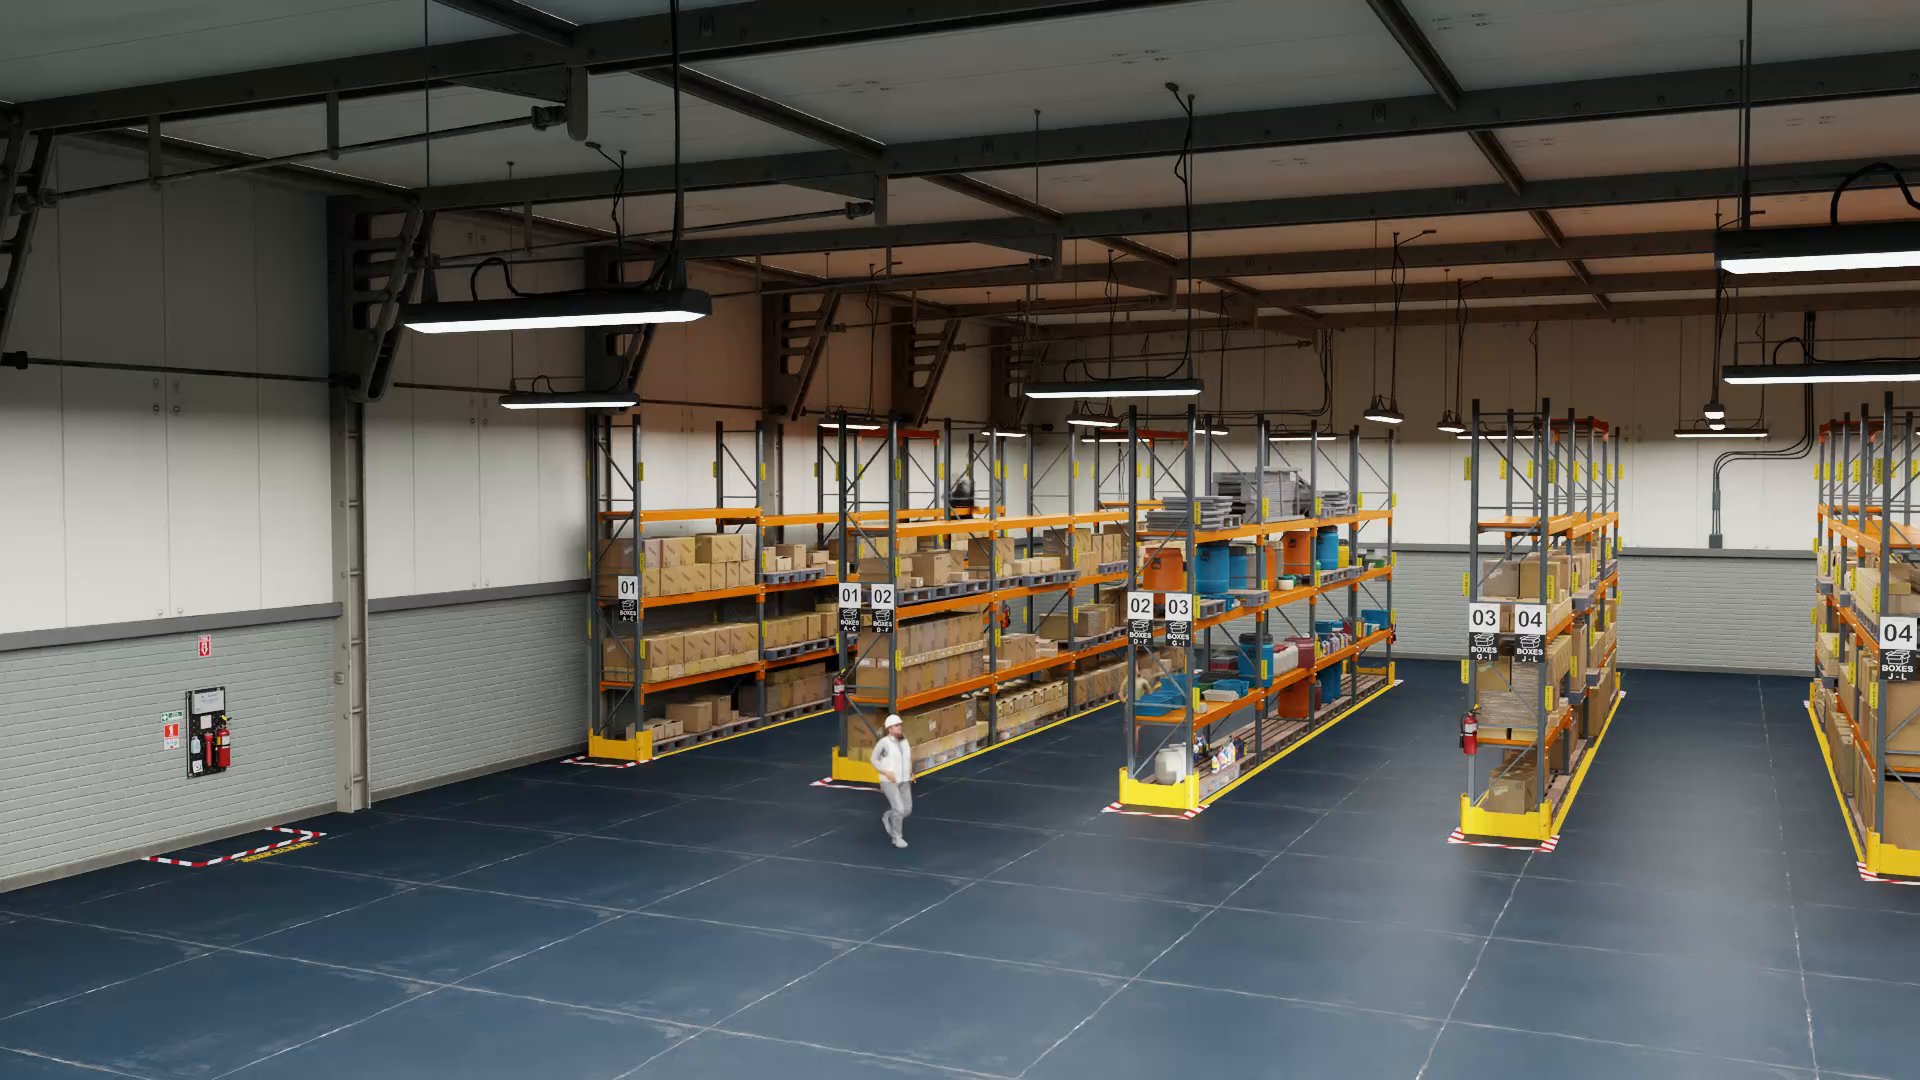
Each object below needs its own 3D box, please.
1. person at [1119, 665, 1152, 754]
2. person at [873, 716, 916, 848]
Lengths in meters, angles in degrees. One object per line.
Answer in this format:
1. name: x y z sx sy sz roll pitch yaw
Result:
1. person: 3.067 2.987 29.141 0.577 1.628 0.614 1 2 16
2. person: -0.874 3.219 22.249 0.668 1.742 0.578 -2 3 -42
